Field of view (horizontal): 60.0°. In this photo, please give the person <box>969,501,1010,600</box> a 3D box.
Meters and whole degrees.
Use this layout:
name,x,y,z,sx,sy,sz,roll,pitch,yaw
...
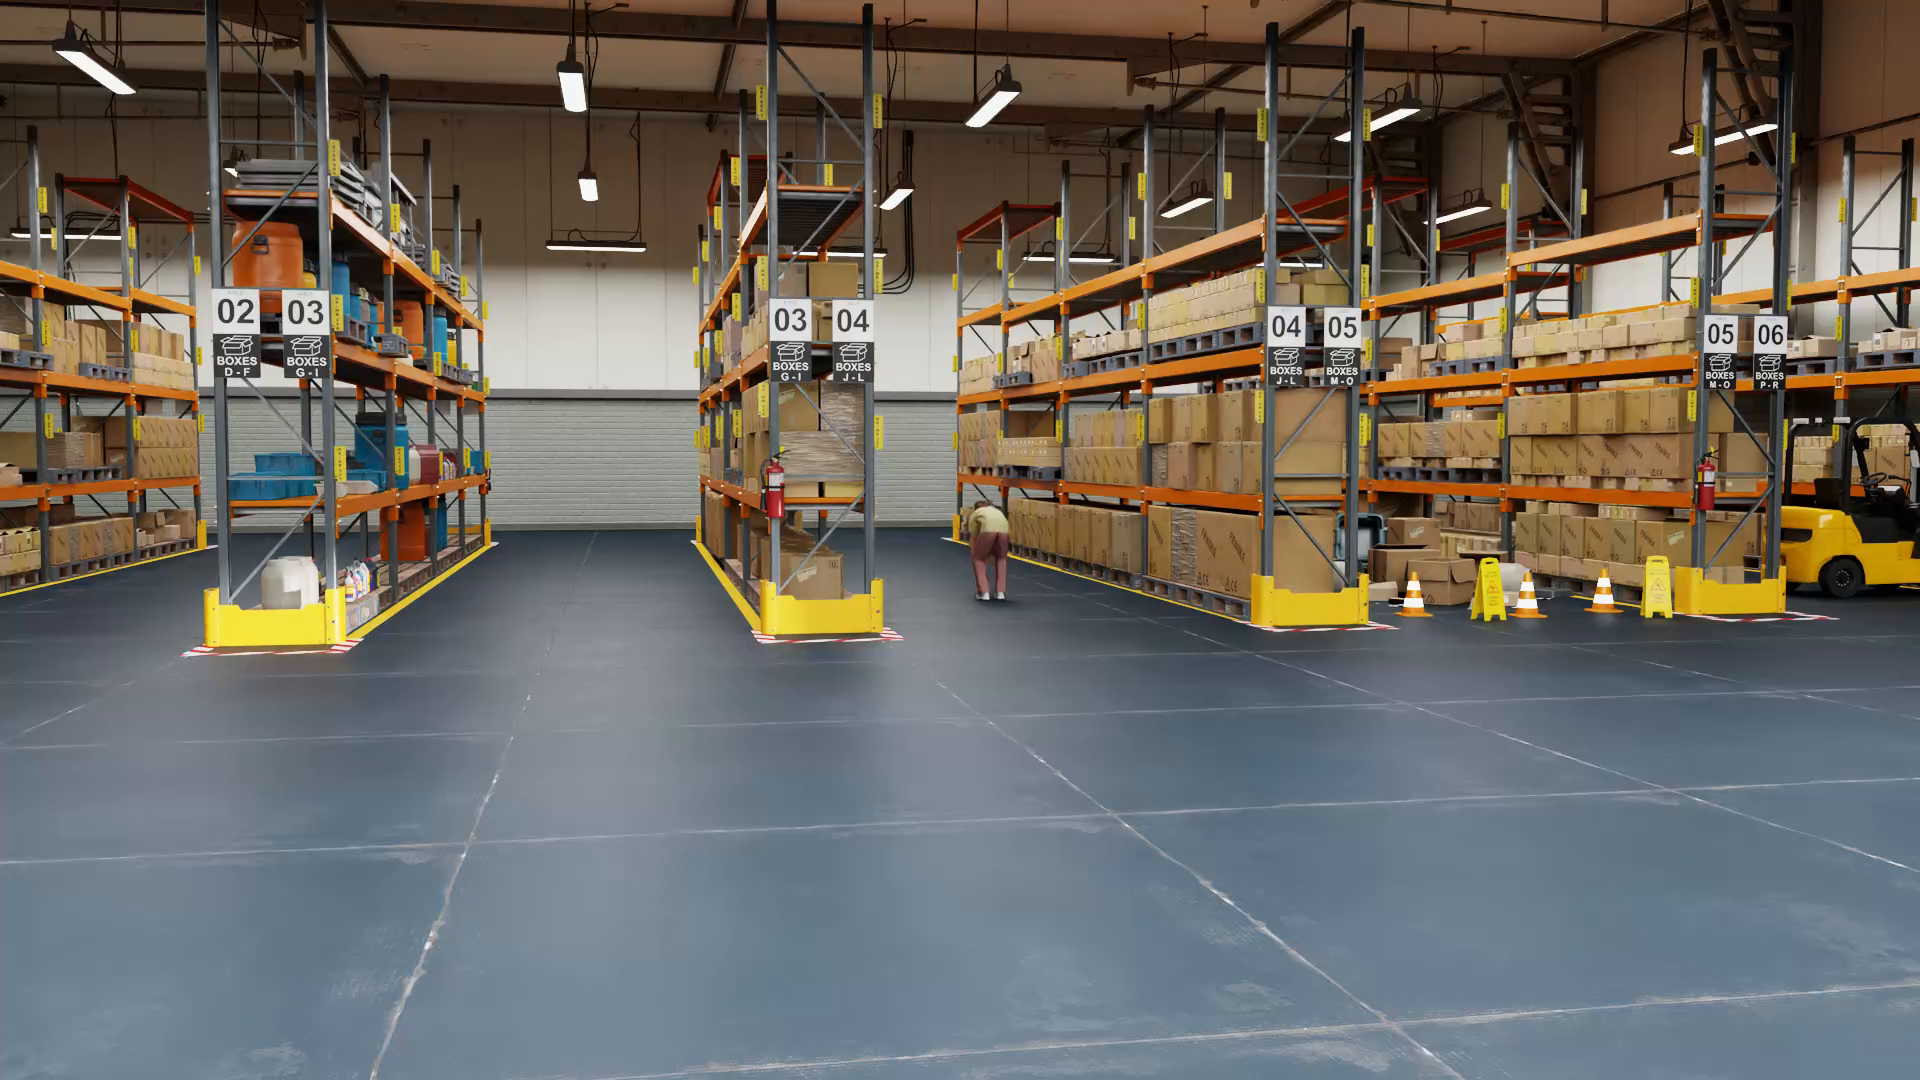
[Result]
name,x,y,z,sx,sy,sz,roll,pitch,yaw
person,0.334,0.113,19.818,0.435,1.162,0.849,-1,3,-14
